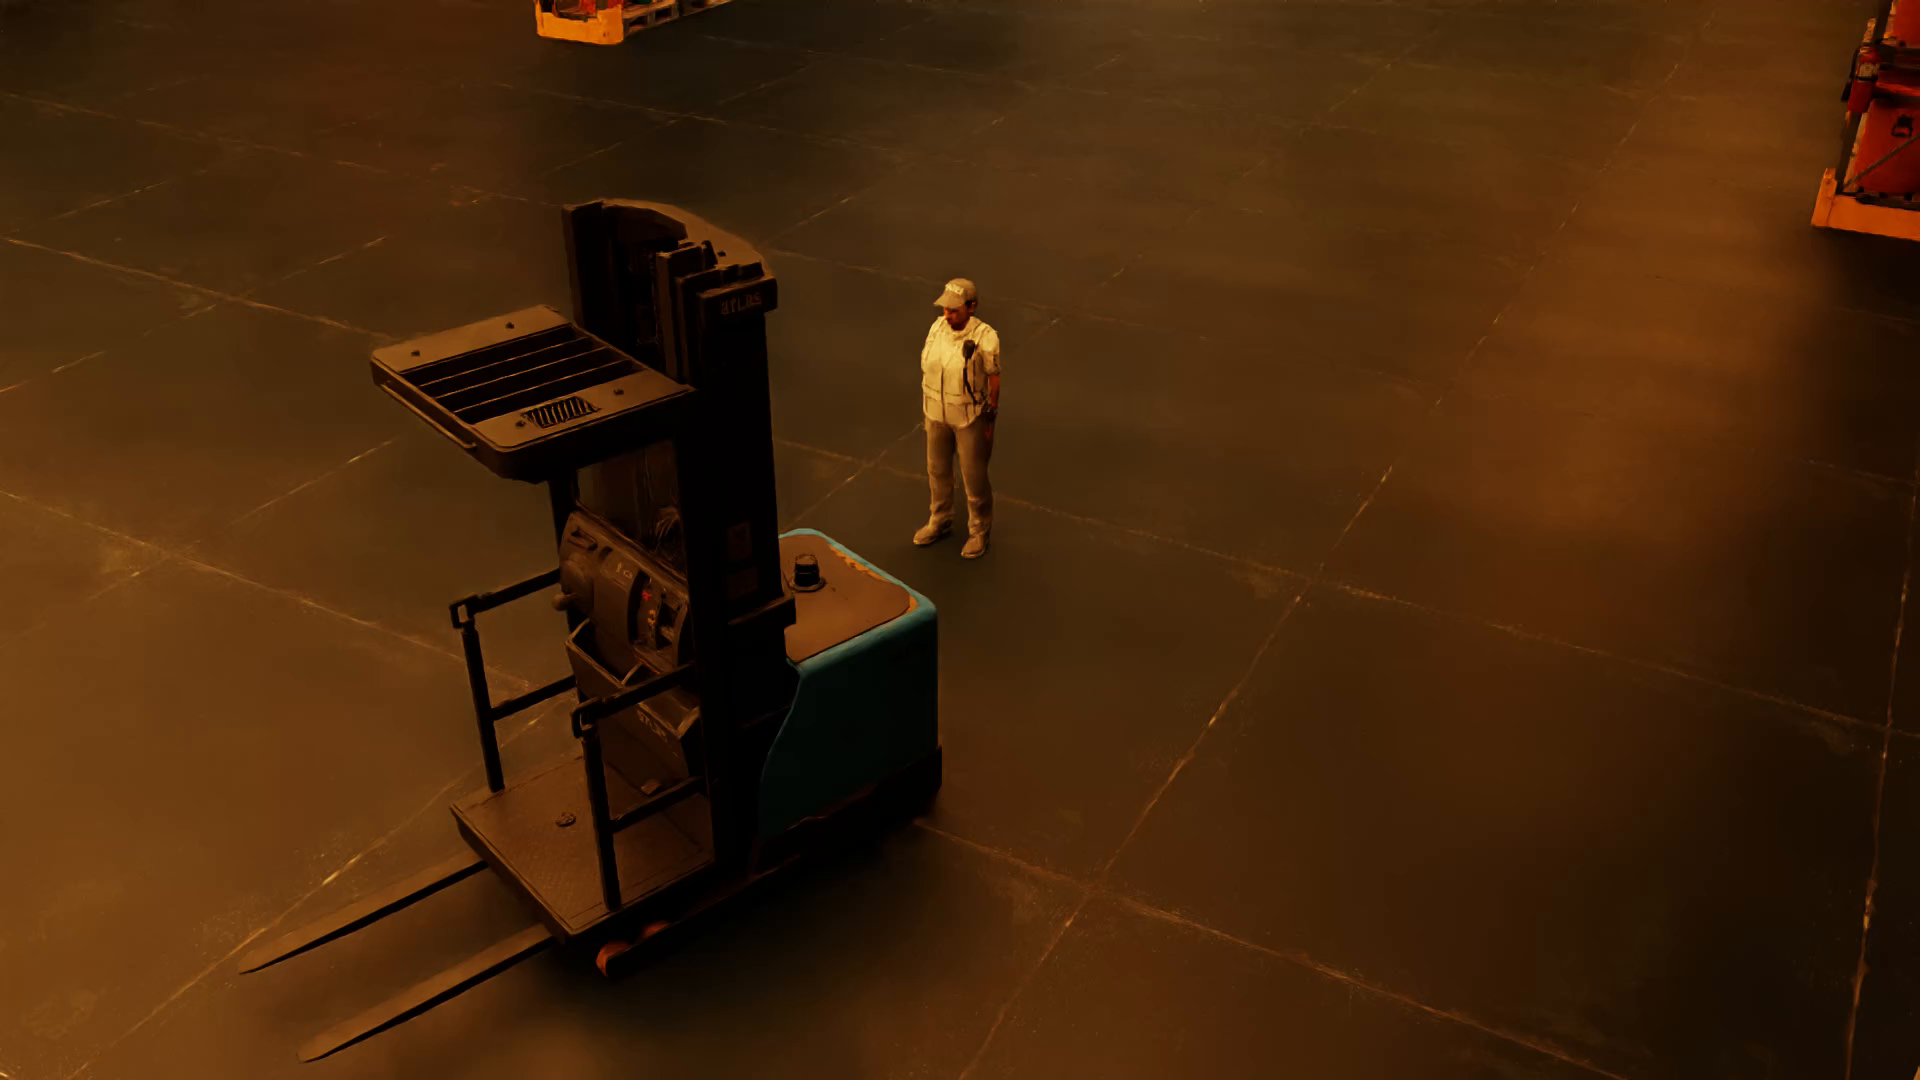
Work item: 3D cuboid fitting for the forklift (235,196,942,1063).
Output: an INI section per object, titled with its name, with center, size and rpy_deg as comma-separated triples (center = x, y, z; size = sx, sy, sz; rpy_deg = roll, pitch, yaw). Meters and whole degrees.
[forklift]
center = -1.528, 0.246, 6.645
size = 3.031, 2.935, 1.130
rpy_deg = -24, 37, -35

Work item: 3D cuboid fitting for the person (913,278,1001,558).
[person]
center = -0.014, -0.713, 9.578
size = 0.482, 1.669, 0.390
rpy_deg = 15, 33, 25
